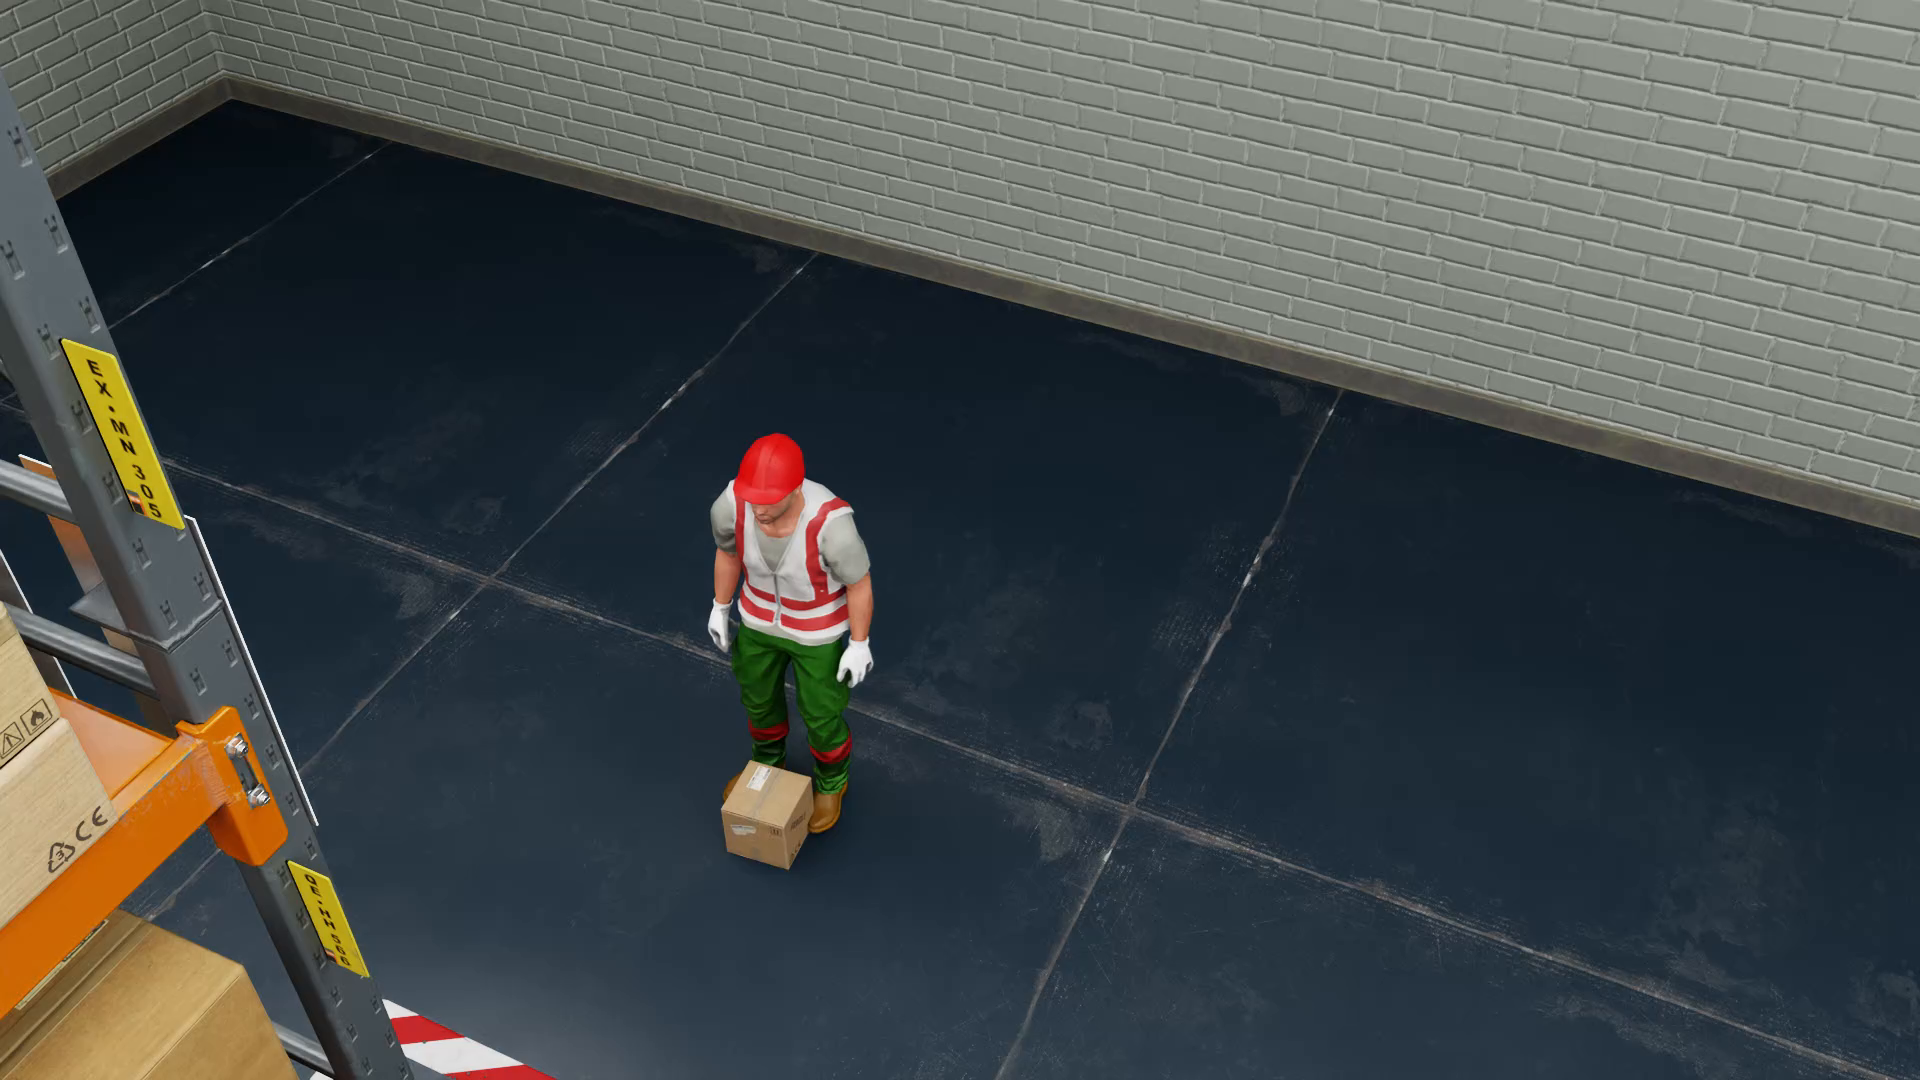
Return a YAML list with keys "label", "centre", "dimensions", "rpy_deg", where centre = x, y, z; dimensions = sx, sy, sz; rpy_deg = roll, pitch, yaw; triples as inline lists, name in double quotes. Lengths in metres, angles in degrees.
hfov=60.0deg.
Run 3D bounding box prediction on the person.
- label: "person"
  centre: [-0.592, 0.316, 5.792]
  dimensions: [0.618, 1.779, 0.452]
  rpy_deg: [15, 44, 16]
